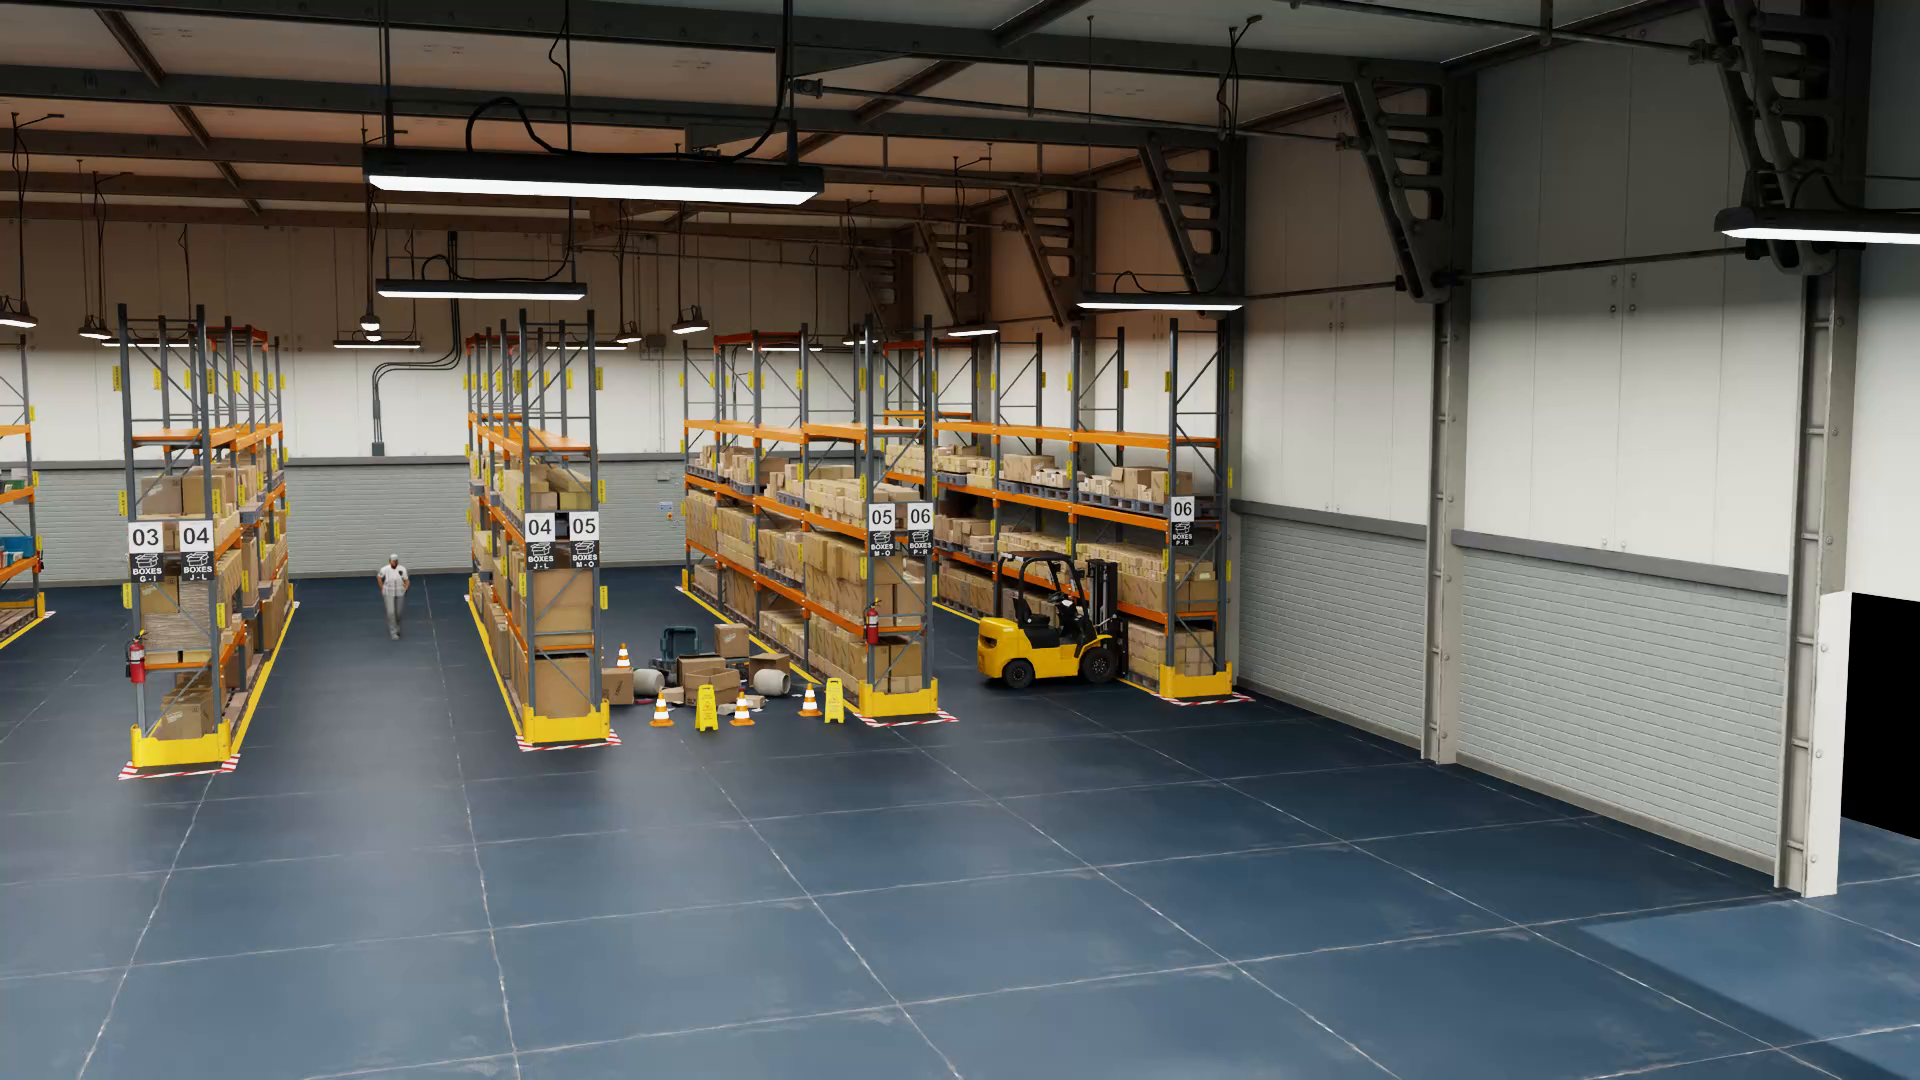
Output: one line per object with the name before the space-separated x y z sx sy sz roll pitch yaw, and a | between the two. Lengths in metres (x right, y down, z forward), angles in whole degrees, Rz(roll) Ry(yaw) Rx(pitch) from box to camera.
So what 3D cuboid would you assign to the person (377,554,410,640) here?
person | -11.116 1.090 32.663 0.582 1.663 0.894 -3 6 -28
